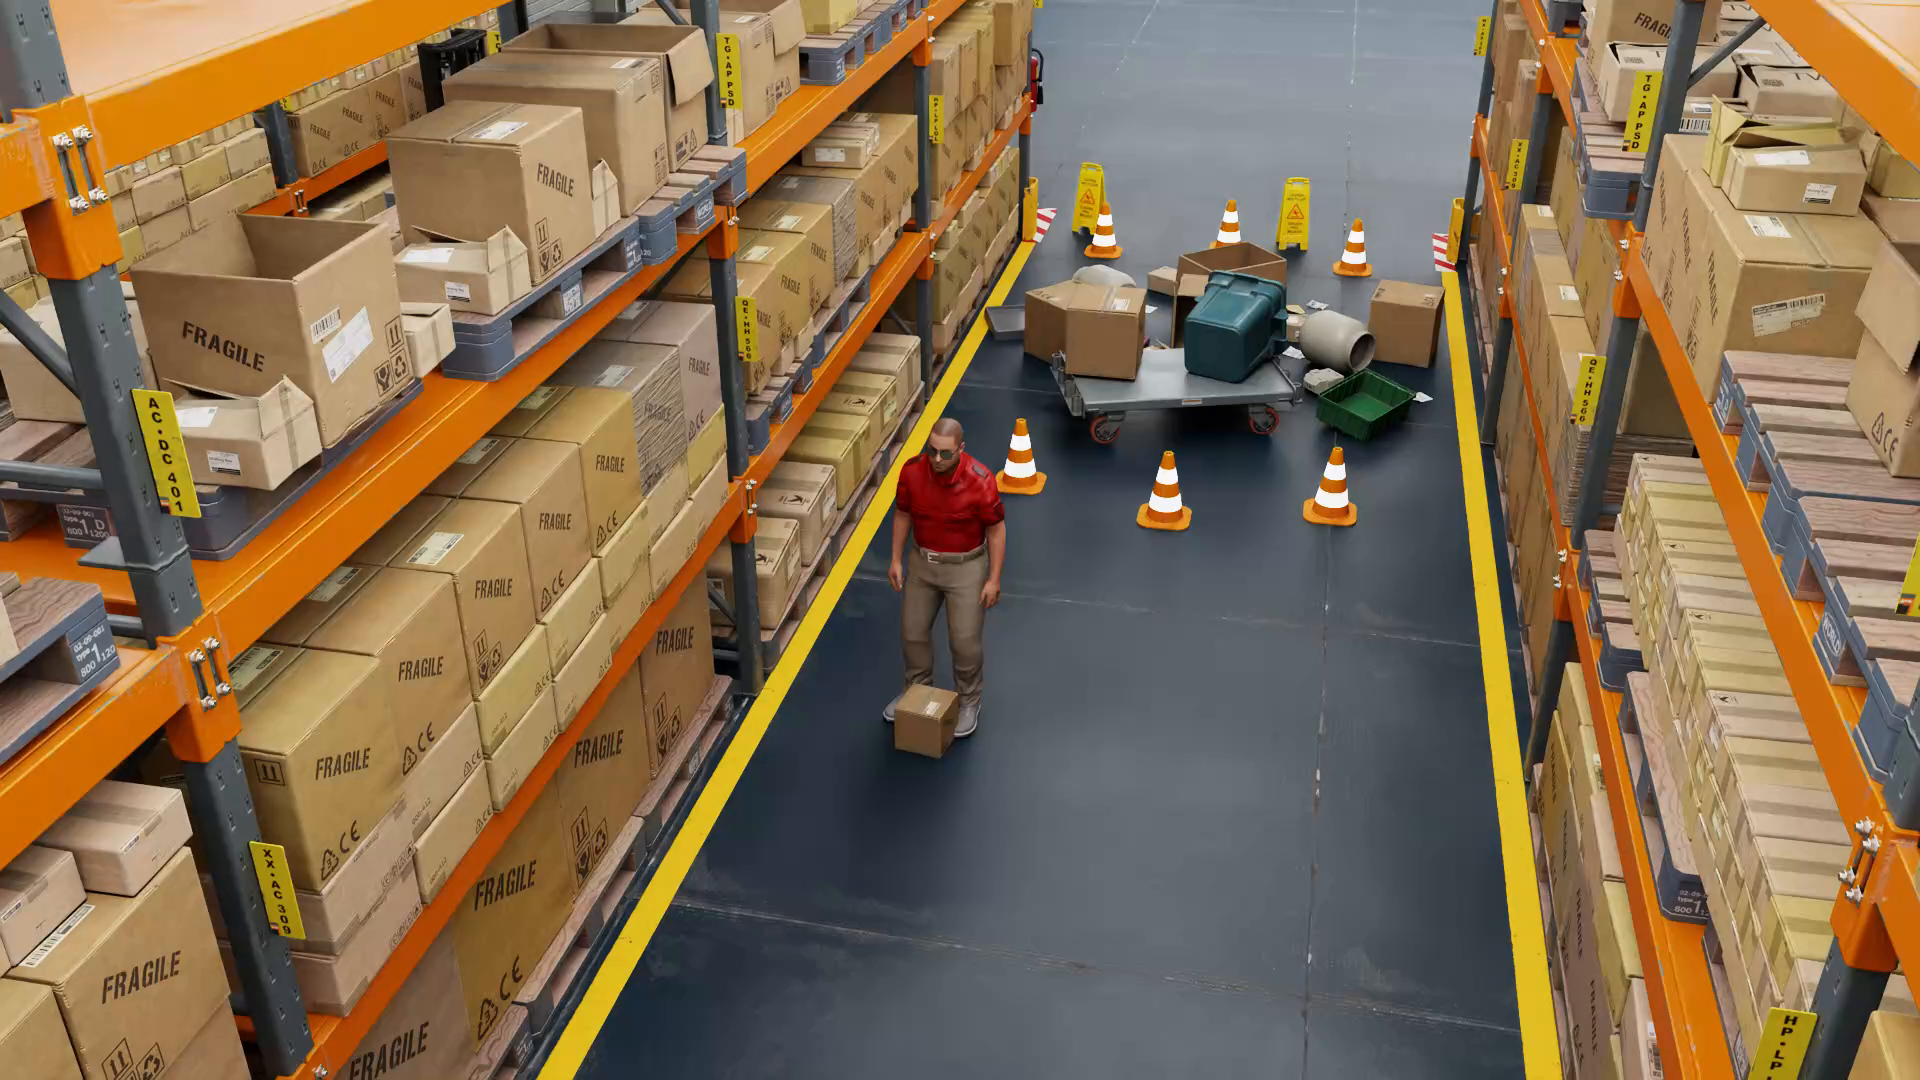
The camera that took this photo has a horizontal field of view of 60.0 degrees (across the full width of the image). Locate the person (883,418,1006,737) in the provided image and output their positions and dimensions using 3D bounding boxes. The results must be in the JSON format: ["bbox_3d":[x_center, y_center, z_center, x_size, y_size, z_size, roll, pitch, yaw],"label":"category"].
[{"bbox_3d":[-0.074,0.160,8.340,0.606,1.728,0.387,10,30,18],"label":"person"}]
